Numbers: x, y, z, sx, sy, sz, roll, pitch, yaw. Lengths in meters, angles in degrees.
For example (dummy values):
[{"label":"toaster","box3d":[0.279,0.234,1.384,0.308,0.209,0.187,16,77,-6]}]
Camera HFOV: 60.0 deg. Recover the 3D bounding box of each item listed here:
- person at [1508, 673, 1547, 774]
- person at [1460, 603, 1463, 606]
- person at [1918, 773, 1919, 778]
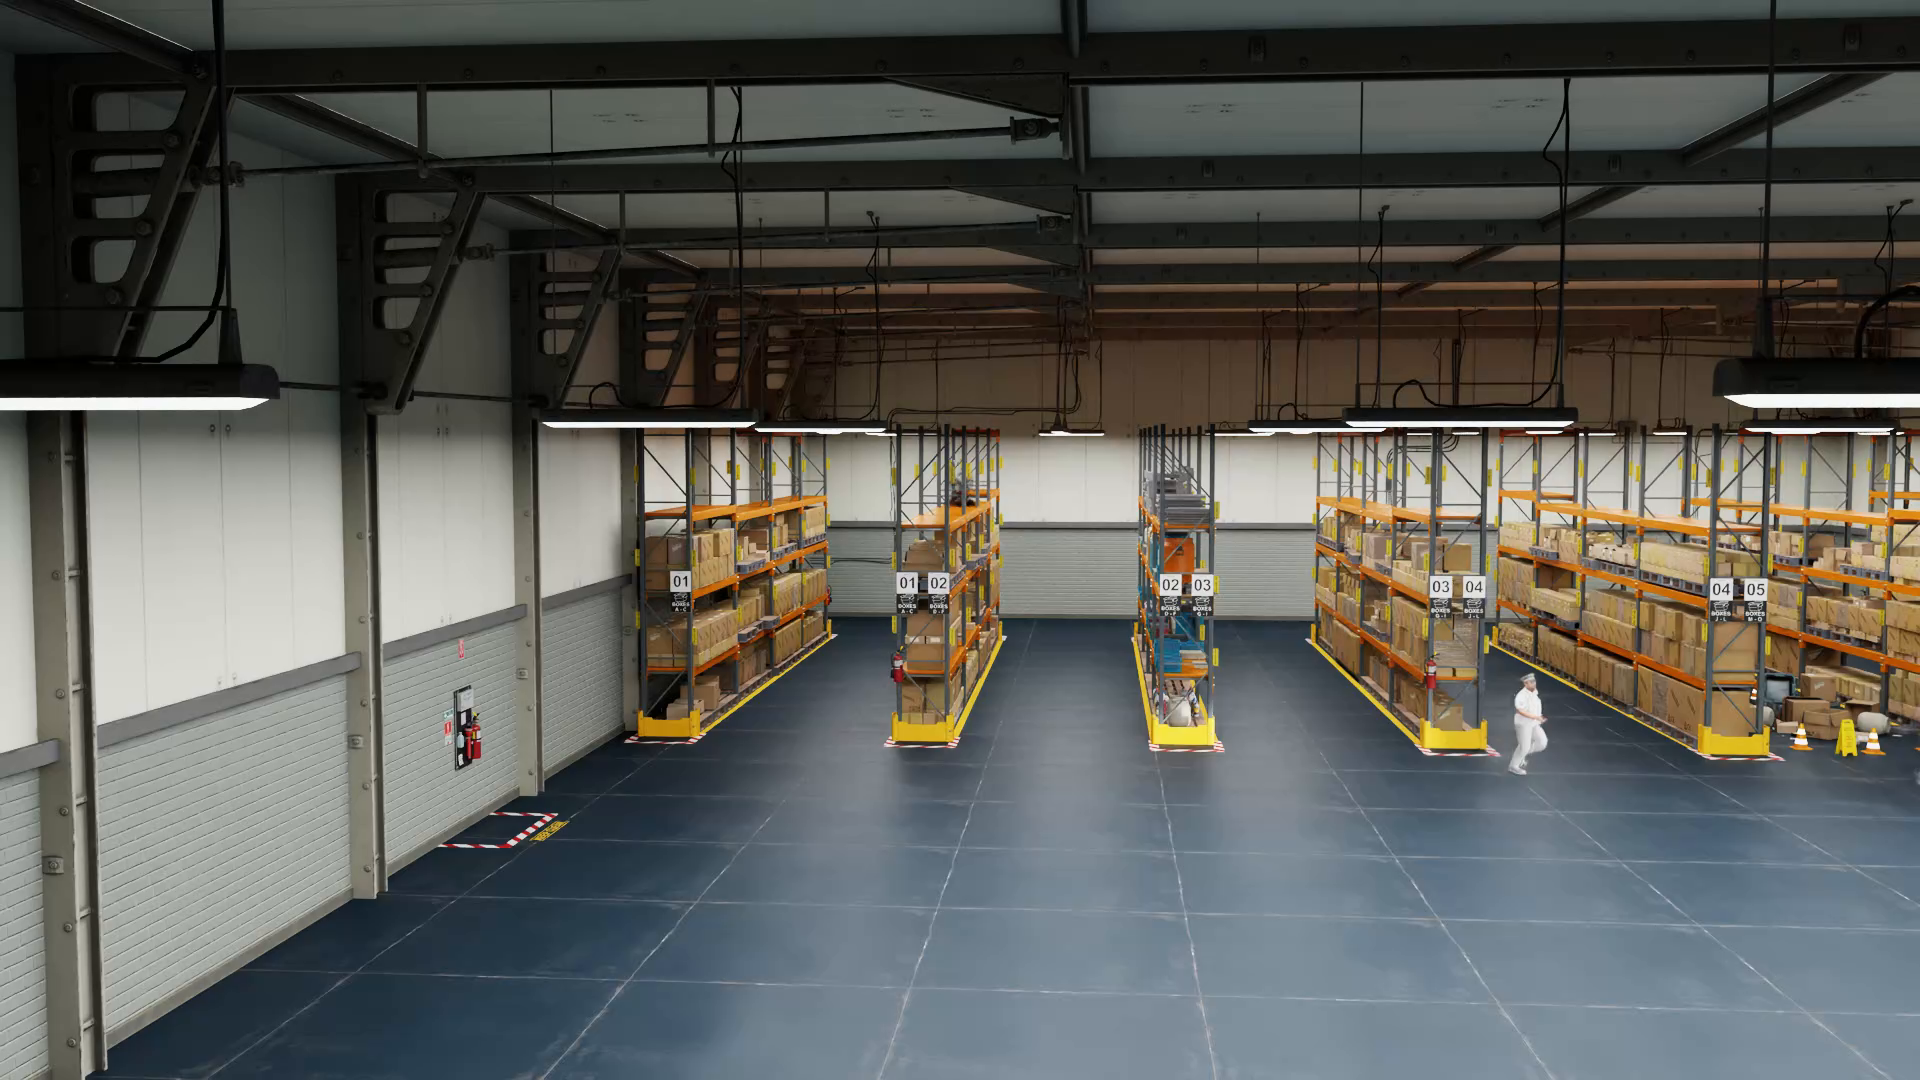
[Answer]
[{"label":"person","box3d":[9.729,3.126,28.359,0.687,1.741,0.706,-3,4,-38]},{"label":"person","box3d":[14.366,2.040,47.261,0.843,1.622,0.631,-1,4,-19]},{"label":"person","box3d":[15.562,3.220,26.475,0.684,1.673,0.612,-3,4,-37]}]
